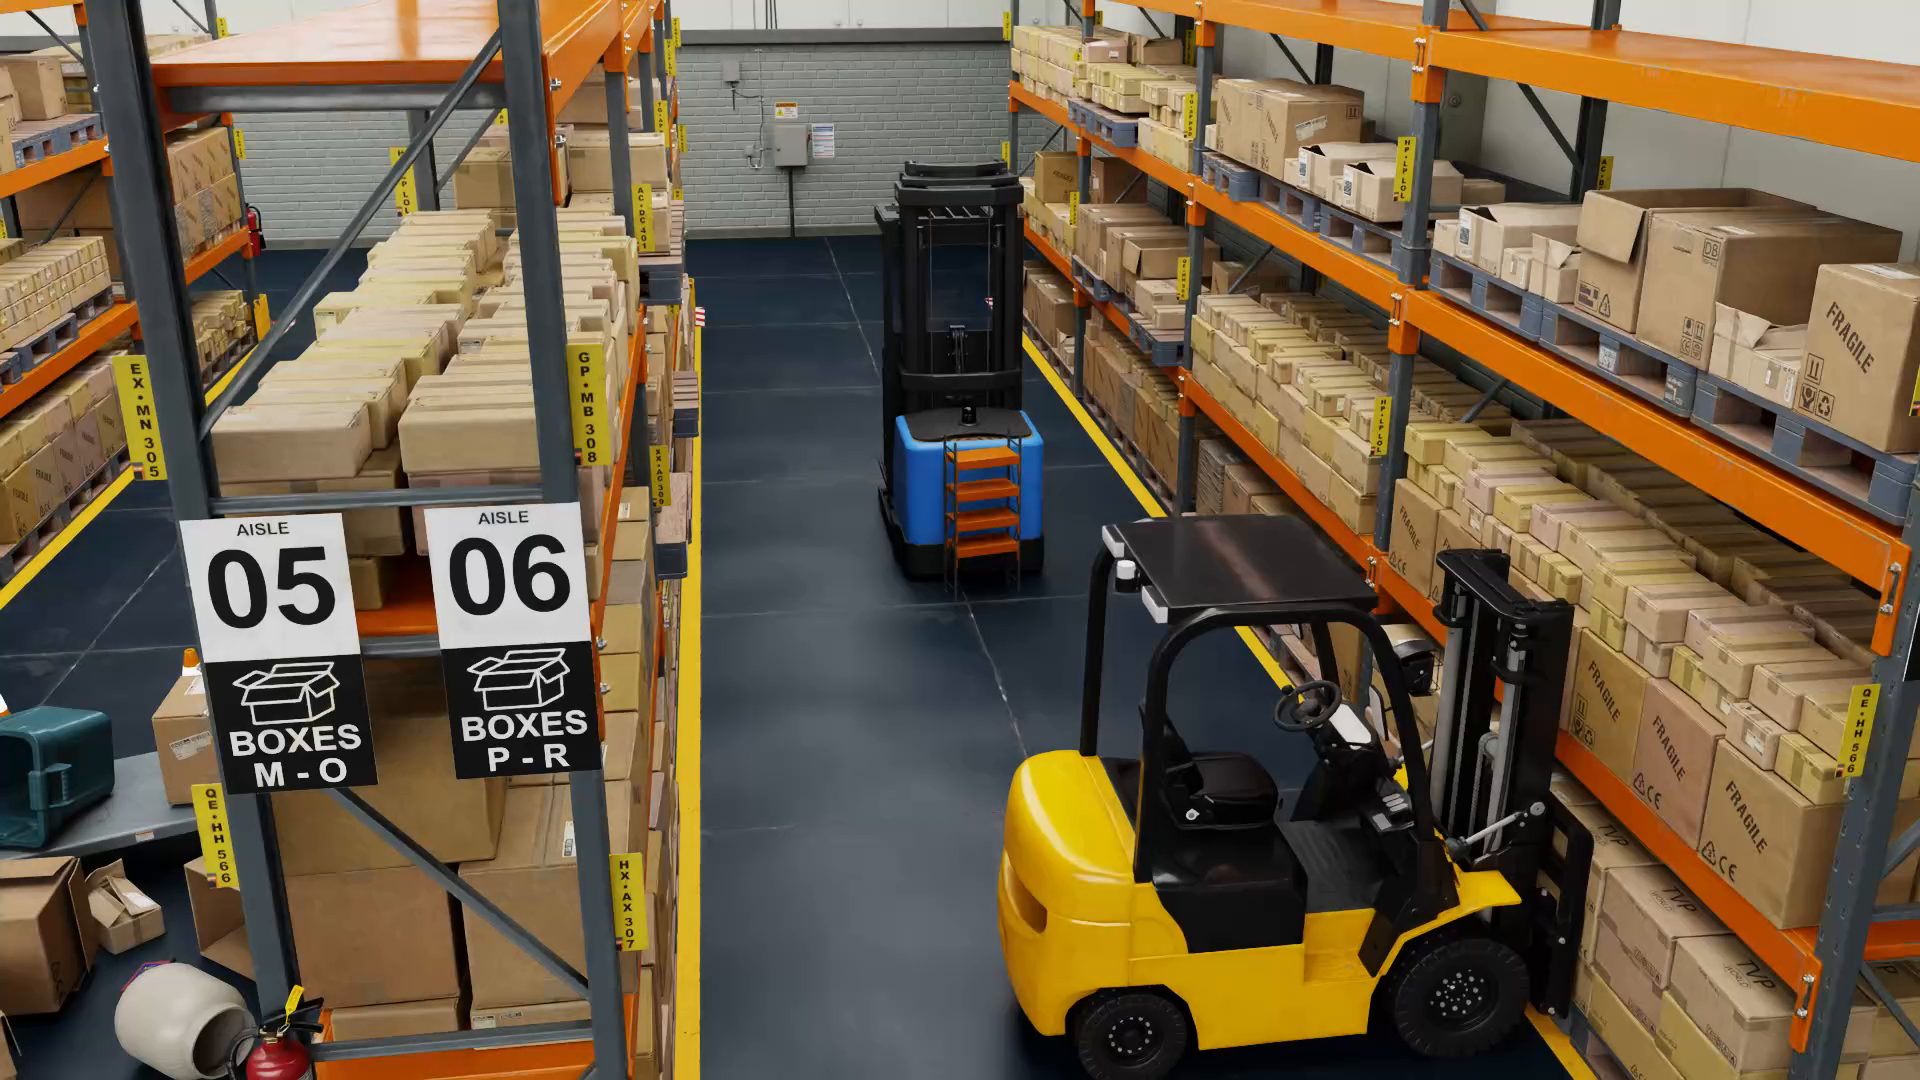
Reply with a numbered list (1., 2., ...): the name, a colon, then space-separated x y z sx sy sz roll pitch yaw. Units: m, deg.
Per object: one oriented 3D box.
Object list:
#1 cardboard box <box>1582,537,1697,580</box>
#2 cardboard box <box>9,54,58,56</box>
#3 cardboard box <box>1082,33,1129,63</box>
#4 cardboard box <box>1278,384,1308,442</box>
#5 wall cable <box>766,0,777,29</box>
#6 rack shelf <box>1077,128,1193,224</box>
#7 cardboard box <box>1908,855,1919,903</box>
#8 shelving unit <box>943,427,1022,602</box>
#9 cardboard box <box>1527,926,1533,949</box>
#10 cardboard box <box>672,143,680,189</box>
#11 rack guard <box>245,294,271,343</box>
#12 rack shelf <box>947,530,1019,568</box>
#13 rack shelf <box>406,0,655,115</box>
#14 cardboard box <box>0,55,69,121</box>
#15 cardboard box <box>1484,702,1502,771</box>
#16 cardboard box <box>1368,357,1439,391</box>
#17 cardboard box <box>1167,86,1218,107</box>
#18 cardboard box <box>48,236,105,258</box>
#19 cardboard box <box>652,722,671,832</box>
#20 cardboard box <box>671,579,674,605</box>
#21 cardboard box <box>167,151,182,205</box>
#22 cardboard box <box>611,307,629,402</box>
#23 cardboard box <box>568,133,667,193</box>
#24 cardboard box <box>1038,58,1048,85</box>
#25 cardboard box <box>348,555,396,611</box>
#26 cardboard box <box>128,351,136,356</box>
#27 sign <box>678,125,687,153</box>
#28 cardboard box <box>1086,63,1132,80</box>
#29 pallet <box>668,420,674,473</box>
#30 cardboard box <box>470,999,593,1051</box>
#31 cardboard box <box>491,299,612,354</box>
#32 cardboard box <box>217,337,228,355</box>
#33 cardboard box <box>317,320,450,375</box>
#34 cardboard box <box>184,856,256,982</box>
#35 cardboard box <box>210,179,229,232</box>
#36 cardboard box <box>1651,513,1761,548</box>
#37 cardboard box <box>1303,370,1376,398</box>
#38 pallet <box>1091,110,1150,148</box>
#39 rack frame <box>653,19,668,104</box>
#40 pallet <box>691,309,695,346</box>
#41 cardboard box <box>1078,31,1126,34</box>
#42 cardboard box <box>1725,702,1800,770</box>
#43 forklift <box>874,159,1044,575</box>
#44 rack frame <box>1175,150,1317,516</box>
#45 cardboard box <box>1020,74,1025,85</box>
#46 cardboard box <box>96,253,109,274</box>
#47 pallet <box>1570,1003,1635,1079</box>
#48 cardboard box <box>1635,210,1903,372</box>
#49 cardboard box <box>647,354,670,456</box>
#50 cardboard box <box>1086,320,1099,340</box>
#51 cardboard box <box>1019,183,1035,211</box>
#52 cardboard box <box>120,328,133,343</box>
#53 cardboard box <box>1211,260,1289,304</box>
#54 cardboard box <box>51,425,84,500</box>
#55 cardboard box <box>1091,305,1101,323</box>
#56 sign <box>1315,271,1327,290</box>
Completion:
1. cardboard box: 2.918 0.106 7.150 0.380 0.149 0.250 -3 21 -7
2. cardboard box: -8.561 -4.402 15.358 0.380 0.149 0.250 -3 21 -8
3. cardboard box: 1.373 -4.657 15.709 0.396 0.266 0.258 -3 21 -8
4. cardboard box: 2.355 -0.821 10.626 0.500 0.250 0.500 -3 21 -7
5. wall cable: -1.405 -8.995 24.385 2.988 3.039 0.133 -3 21 -8
6. rack shelf: 1.963 -3.290 14.479 1.077 0.370 4.000 -3 21 -8
7. cardboard box: 3.608 1.008 6.087 0.500 0.500 0.500 -2 21 -6
8. shelving unit: 0.159 -0.183 11.992 0.503 1.200 0.258 -7 22 -19
9. cardboard box: 2.802 1.660 7.814 0.500 0.250 0.500 -2 21 -6
10. cardboard box: -3.335 -4.057 18.220 0.500 0.500 0.500 -3 21 -8
11. rack guard: -8.686 -2.566 19.371 1.175 0.500 0.348 -3 21 -8
12. rack shelf: 0.159 0.066 12.085 0.480 0.148 0.258 -7 22 -19
13. rack shelf: -2.372 -2.871 9.642 1.077 0.370 4.000 -3 21 -8
14. cardboard box: -8.174 -3.890 14.314 0.700 0.500 0.500 -3 21 -8
15. cardboard box: 2.734 1.011 8.123 0.500 0.250 0.500 -2 21 -6
16. cardboard box: 2.858 -1.072 10.729 0.380 0.149 0.250 -3 21 -8
17. cardboard box: 1.892 -3.571 13.422 0.380 0.149 0.250 -3 21 -9
18. cardboard box: -7.869 -2.607 14.817 0.380 0.149 0.250 -2 21 -5
19. cardboard box: -1.657 1.215 7.935 0.500 0.500 0.500 -3 21 -7
20. cardboard box: -2.474 0.208 11.529 0.950 0.372 0.625 -3 21 -9
21. cardboard box: -8.076 -3.556 16.453 0.500 0.500 0.500 -3 21 -7
22. cardboard box: -1.532 -0.701 6.307 0.500 0.250 0.500 -2 21 -7
23. cardboard box: -1.853 -2.053 9.039 0.500 0.250 0.500 -3 21 -9
24. cardboard box: 1.144 -5.075 18.020 0.500 0.250 0.500 -3 21 -9
25. cardboard box: -1.835 0.095 4.746 0.380 0.149 0.250 -3 21 -8
26. cardboard box: -7.946 -1.746 16.228 0.380 0.149 0.250 -2 21 -5
27. sign: -3.274 -4.724 19.583 0.100 0.325 0.005 -3 21 -8
28. cardboard box: 1.393 -4.371 15.535 0.380 0.149 0.250 -3 21 -7
29. pallet: -2.334 -0.505 10.554 1.003 0.211 1.213 -3 21 -8
30. cardboard box: -1.351 1.482 5.321 0.380 0.149 0.250 -3 21 -8
31. cardboard box: -1.433 -0.745 5.855 0.380 0.149 0.250 -2 21 -6
32. cardboard box: -8.177 -2.103 18.033 0.380 0.149 0.250 -4 21 -10
33. cardboard box: -1.915 -0.625 5.536 0.380 0.149 0.250 -3 21 -8
34. cardboard box: -3.275 1.717 7.902 0.500 0.500 0.500 12 24 29
35. cardboard box: -8.308 -3.628 18.075 0.500 0.500 0.500 -3 21 -9
36. cardboard box: 3.331 -0.005 7.447 0.380 0.149 0.250 -2 21 -6
37. cardboard box: 2.376 -0.956 10.420 0.380 0.149 0.250 -3 21 -9
38. pallet: 1.852 -3.643 14.665 1.213 0.211 1.003 -3 21 -8
39. rack frame: -3.236 -5.473 15.009 1.000 3.000 0.127 -3 21 -8
40. pallet: -3.620 -2.468 19.524 1.003 0.211 1.213 -3 21 -8
41. cardboard box: 1.598 -5.510 18.469 0.500 0.250 0.500 -3 21 -7
42. cardboard box: 3.011 0.697 5.993 0.380 0.149 0.250 -3 21 -7
43. forklift: -0.087 -1.591 13.288 1.130 2.935 3.031 -3 21 -7
44. rack frame: 2.251 -1.529 13.024 1.000 3.000 0.127 -3 21 -8
45. cardboard box: 0.914 -5.465 19.632 0.380 0.149 0.250 -2 21 -7
46. cardboard box: -7.867 -2.469 14.872 0.380 0.149 0.250 -2 21 -6
47. pallet: 3.253 2.284 6.799 1.003 0.211 1.213 -3 21 -8
48. cardboard box: 3.051 -0.956 6.315 0.700 0.500 0.500 -3 21 -7
49. cardboard box: -1.998 -0.798 9.897 0.500 0.500 0.500 -3 21 -8
50. cardboard box: 1.463 -2.106 16.614 0.380 0.149 0.250 -2 21 -5
51. cardboard box: 0.970 -4.023 19.490 0.500 0.250 0.500 -3 21 -7
52. cardboard box: -8.690 -2.076 17.111 0.380 0.149 0.250 -4 21 -10
53. cardboard box: 2.332 -1.959 13.431 0.500 0.500 0.500 -2 21 -5
54. cardboard box: -7.548 -0.628 13.583 0.500 0.500 0.500 -3 21 -9
55. cardboard box: 1.523 -2.249 16.570 0.380 0.149 0.250 -3 21 -9
56. sign: 2.800 -2.101 12.899 0.100 0.325 0.005 -3 21 -8
